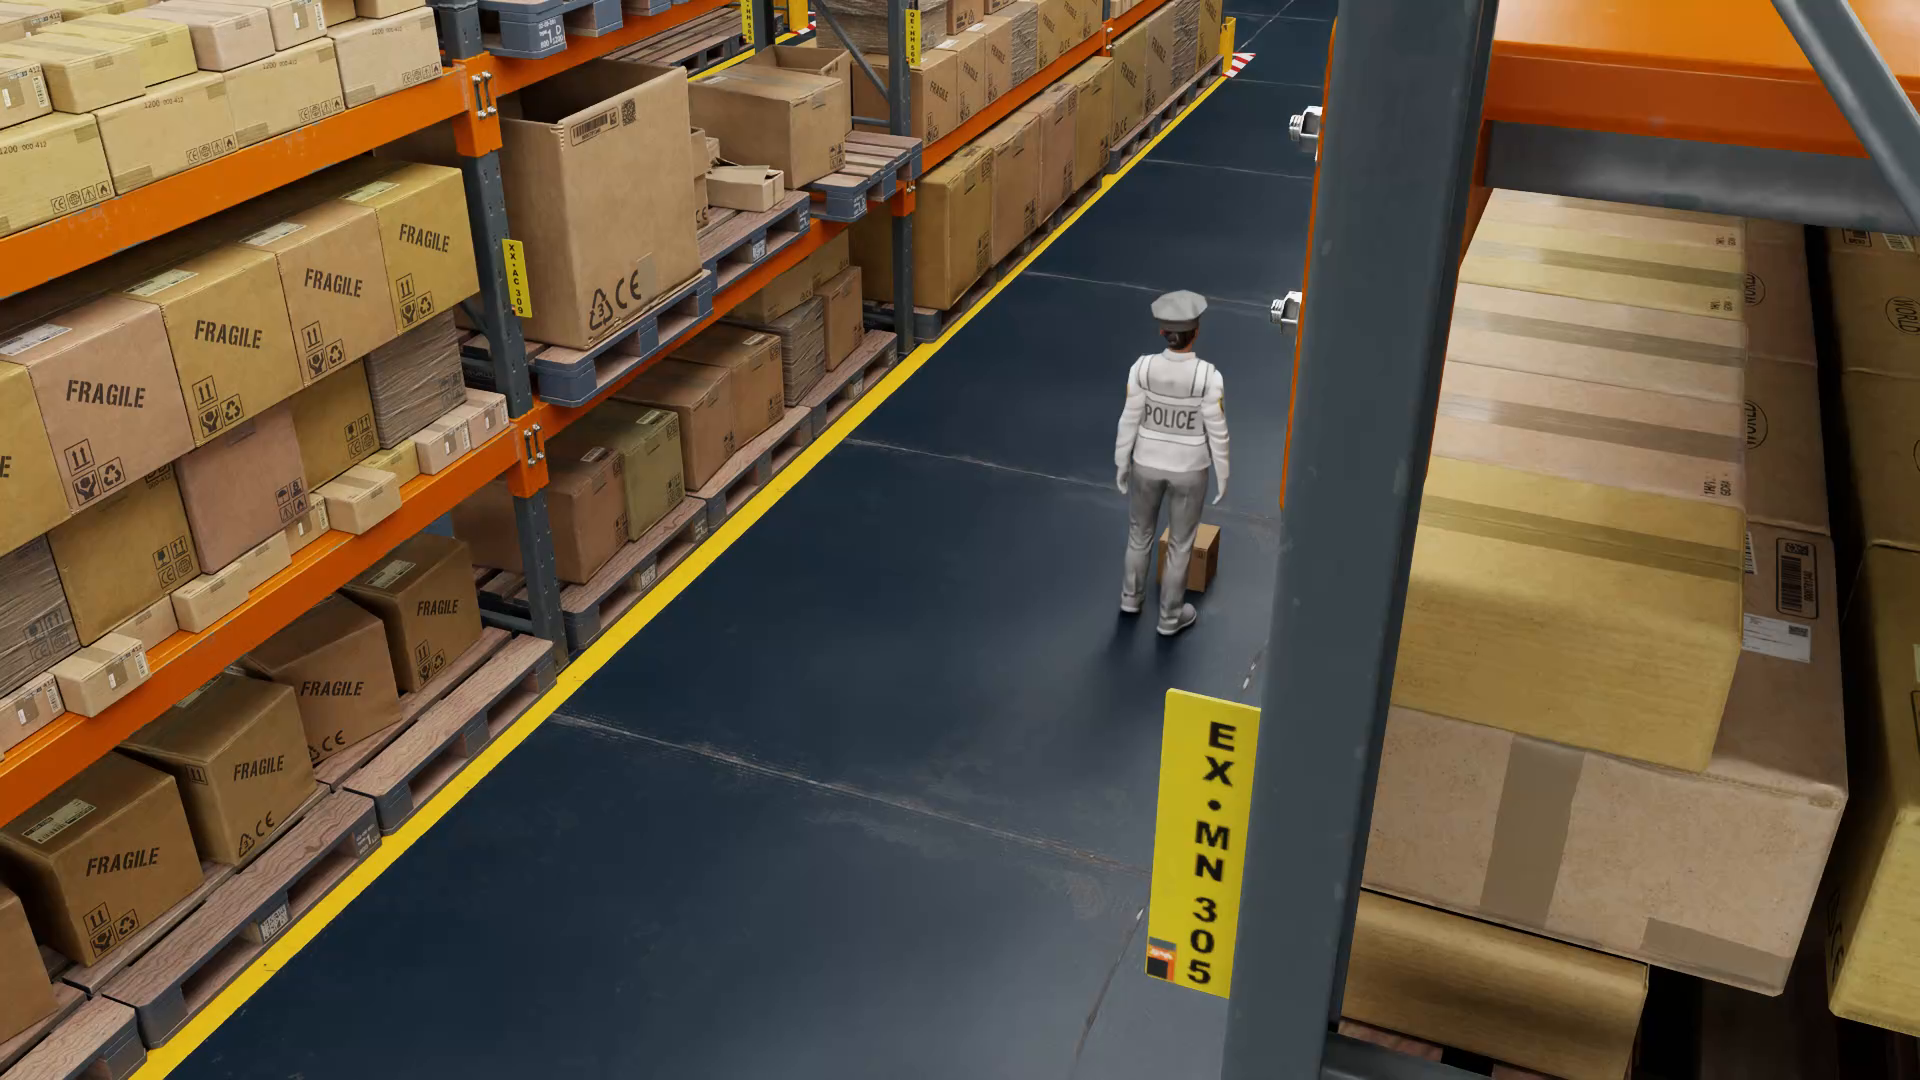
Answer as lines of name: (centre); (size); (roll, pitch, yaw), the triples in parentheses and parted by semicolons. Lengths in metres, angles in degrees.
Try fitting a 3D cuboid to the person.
person: (1.000, -0.331, 7.724); (0.530, 1.709, 0.418); (11, 32, 19)
